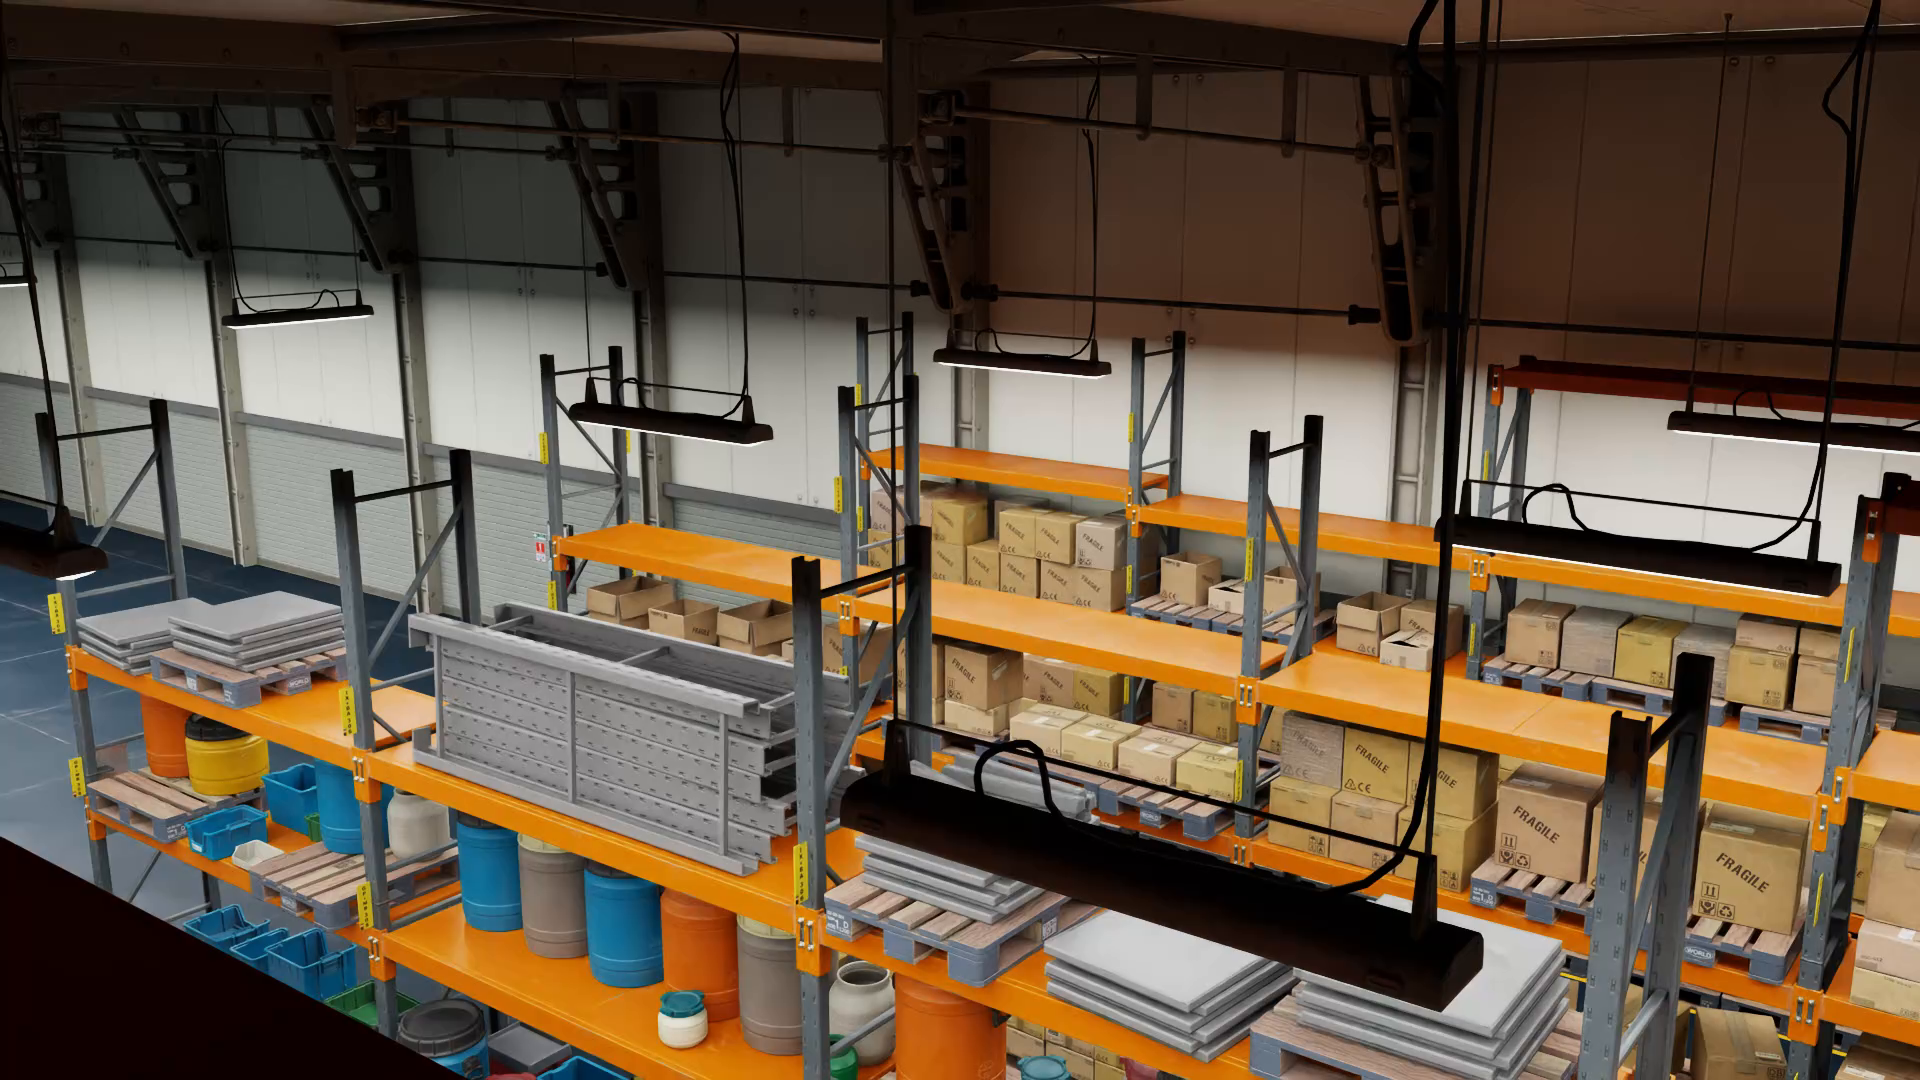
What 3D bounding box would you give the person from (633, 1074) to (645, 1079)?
[{"bbox_3d":[-2.238,4.404,12.631,0.487,1.615,1.066,-6,14,-24],"label":"person"}]
